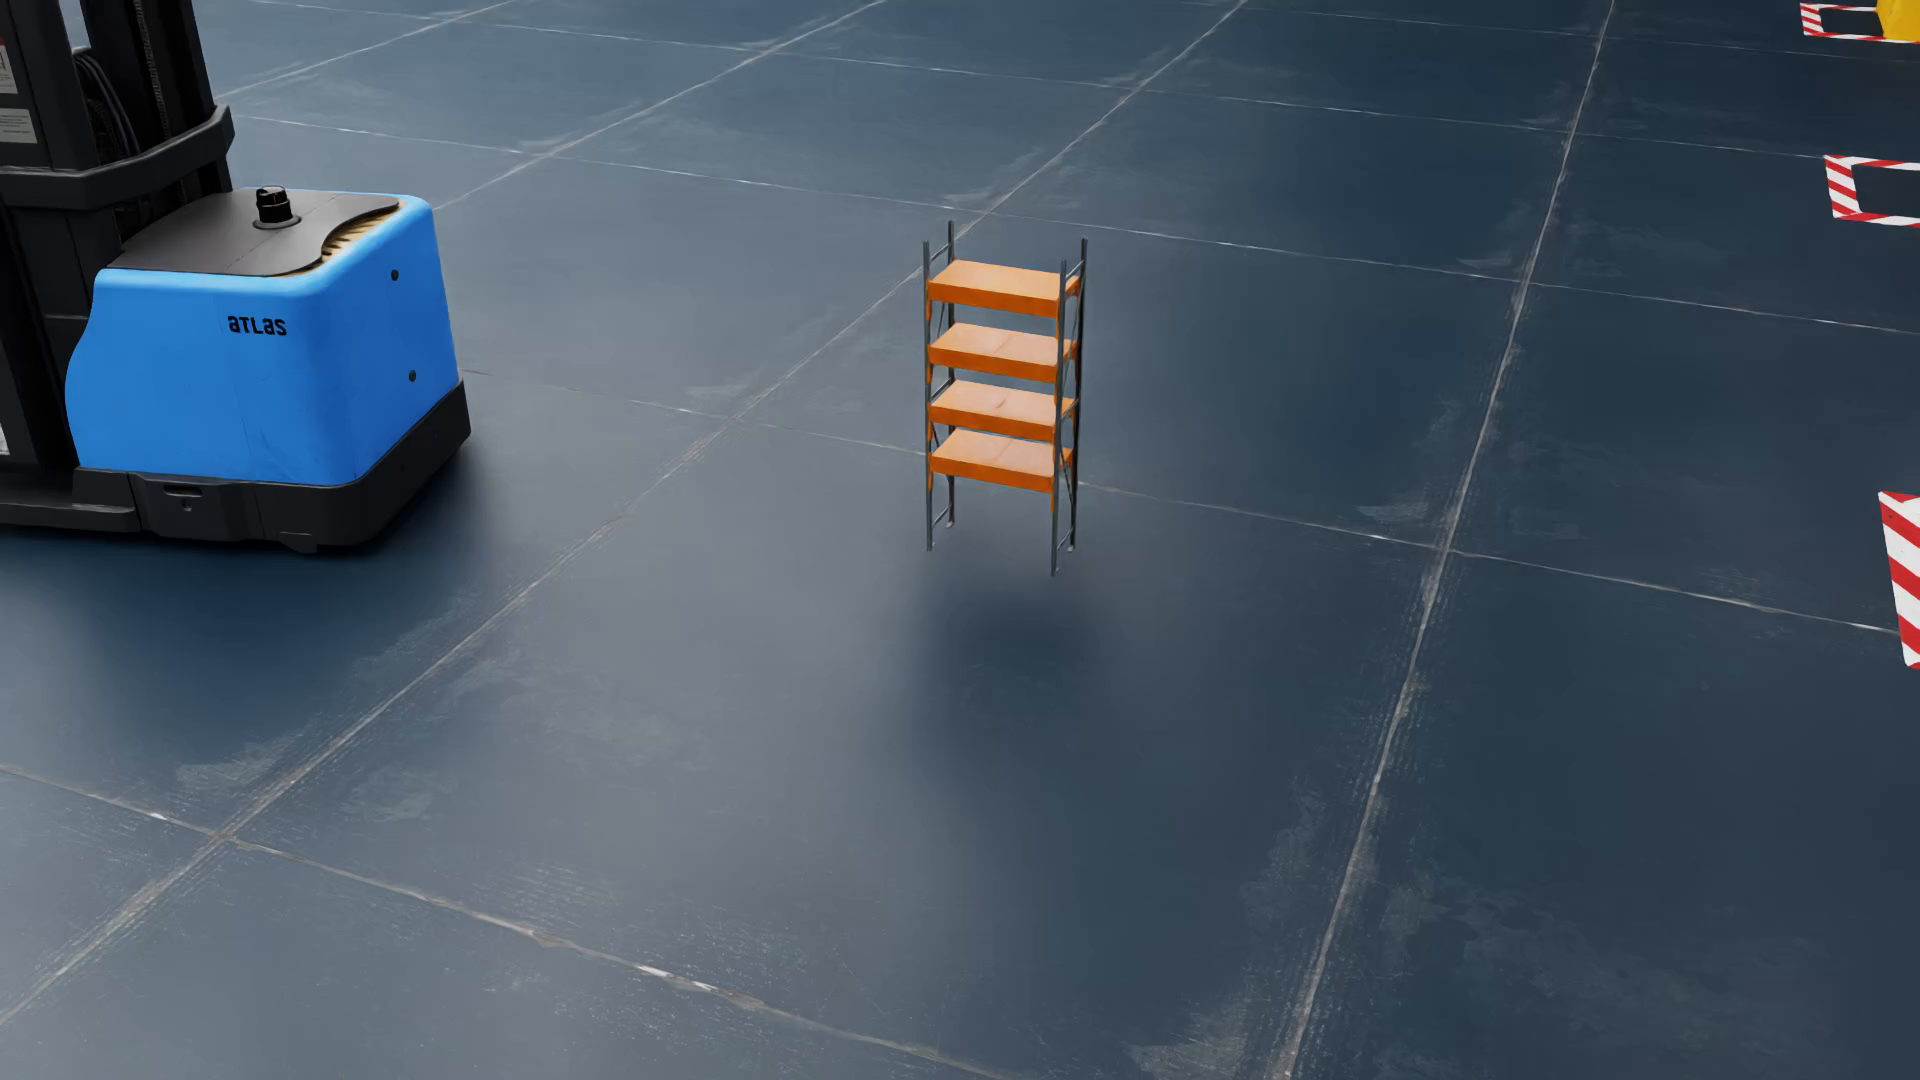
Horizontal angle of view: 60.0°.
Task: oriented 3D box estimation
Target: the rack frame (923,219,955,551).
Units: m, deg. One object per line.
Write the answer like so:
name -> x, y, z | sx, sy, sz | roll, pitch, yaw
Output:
rack frame -> -0.073, -0.537, 5.980 | 0.015, 1.200, 0.240 | 11, 31, 19

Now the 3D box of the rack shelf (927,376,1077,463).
rack shelf -> 0.153, -0.433, 5.934 | 0.480, 0.148, 0.258 | 11, 31, 19

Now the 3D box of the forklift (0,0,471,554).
forklift -> -3.586, -1.554, 6.021 | 3.031, 2.935, 1.130 | 4, 30, 8

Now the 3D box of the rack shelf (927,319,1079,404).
rack shelf -> 0.153, -0.628, 5.824 | 0.480, 0.148, 0.258 | 11, 31, 19

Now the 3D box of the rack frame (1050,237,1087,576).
rack frame -> 0.379, -0.447, 5.821 | 0.015, 1.200, 0.240 | 11, 31, 19

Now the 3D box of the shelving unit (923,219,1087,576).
shelving unit -> 0.153, -0.492, 5.901 | 0.503, 1.200, 0.258 | 11, 31, 19

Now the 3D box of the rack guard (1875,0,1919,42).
rack guard -> 7.821, -4.487, 13.680 | 0.348, 0.500, 1.175 | 11, 31, 19

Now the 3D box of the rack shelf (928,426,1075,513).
rack shelf -> 0.153, -0.260, 6.031 | 0.480, 0.148, 0.258 | 11, 31, 19

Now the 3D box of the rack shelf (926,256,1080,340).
rack shelf -> 0.153, -0.834, 5.707 | 0.480, 0.148, 0.258 | 11, 31, 19
